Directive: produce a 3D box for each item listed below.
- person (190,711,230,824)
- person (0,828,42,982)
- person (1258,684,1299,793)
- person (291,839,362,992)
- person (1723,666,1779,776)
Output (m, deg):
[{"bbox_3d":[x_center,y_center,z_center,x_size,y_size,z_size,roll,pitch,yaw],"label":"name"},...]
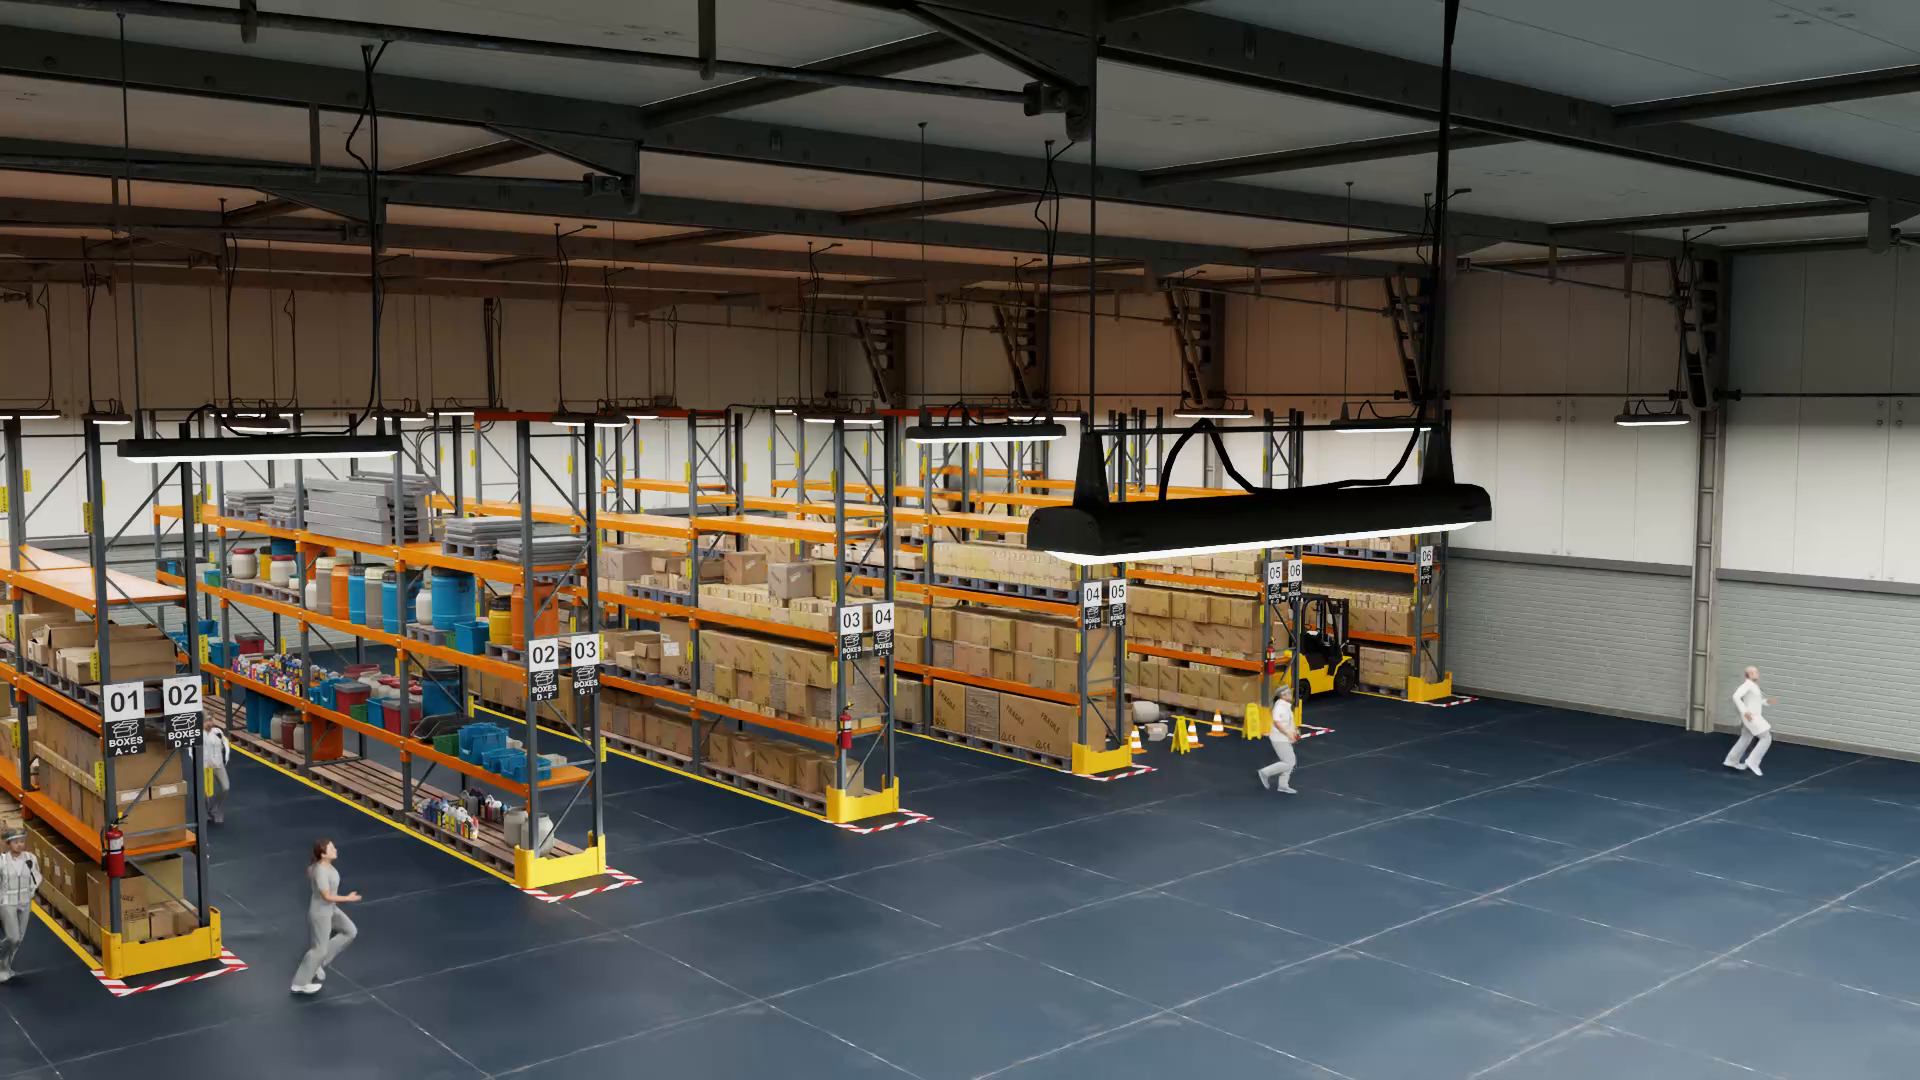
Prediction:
[{"bbox_3d":[-11.030,3.352,24.528,0.622,1.687,0.667,-5,7,-44],"label":"person"},{"bbox_3d":[-10.196,3.925,17.932,0.605,1.652,0.579,4,6,37],"label":"person"},{"bbox_3d":[5.099,3.151,26.428,0.603,1.761,0.659,1,5,7],"label":"person"},{"bbox_3d":[-6.737,3.960,17.681,0.733,1.624,0.589,-1,5,-12],"label":"person"},{"bbox_3d":[13.207,2.981,27.737,0.798,1.753,0.671,2,5,22],"label":"person"}]
